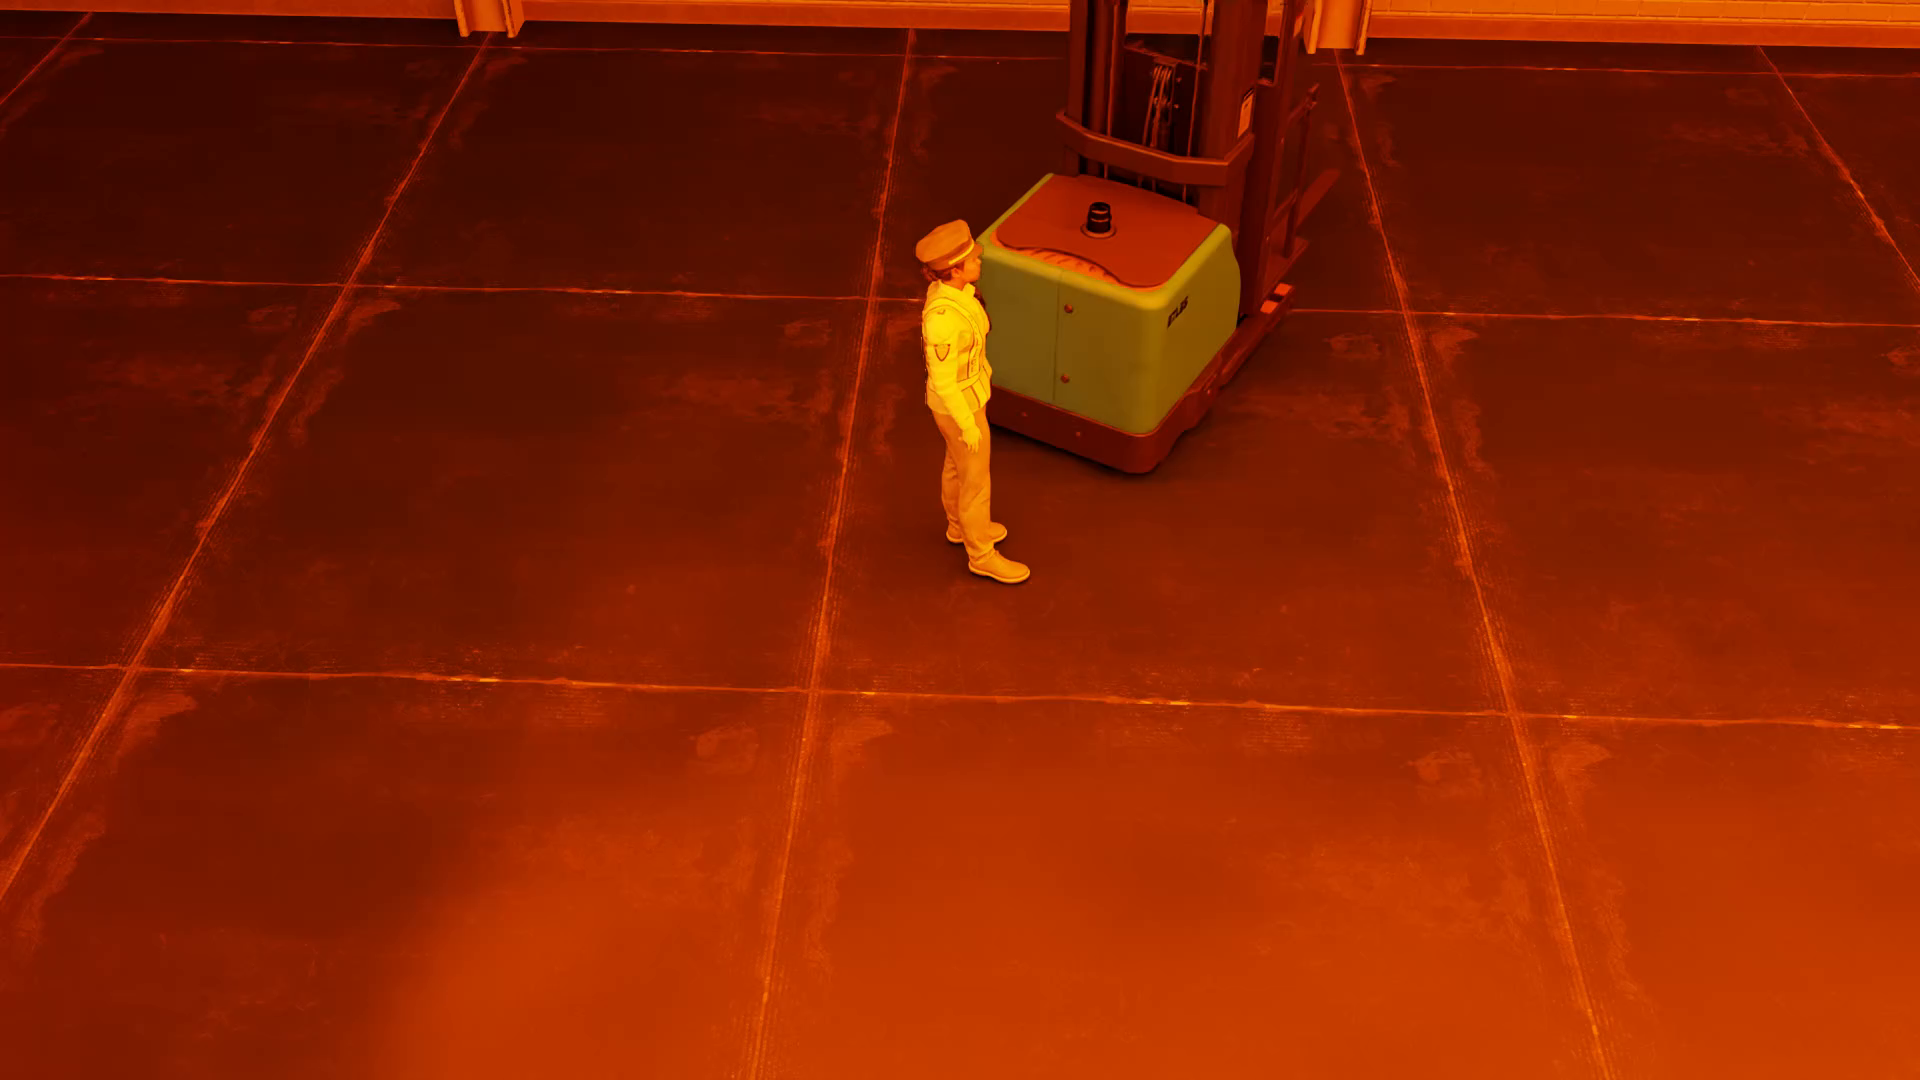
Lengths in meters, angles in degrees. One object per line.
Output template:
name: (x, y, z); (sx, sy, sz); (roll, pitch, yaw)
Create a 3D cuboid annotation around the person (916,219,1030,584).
person: (0.073, -0.621, 7.332); (0.519, 1.692, 0.582); (2, 42, 2)

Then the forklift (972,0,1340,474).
forklift: (1.229, -2.384, 8.354); (1.130, 2.935, 3.031); (22, 47, 22)
